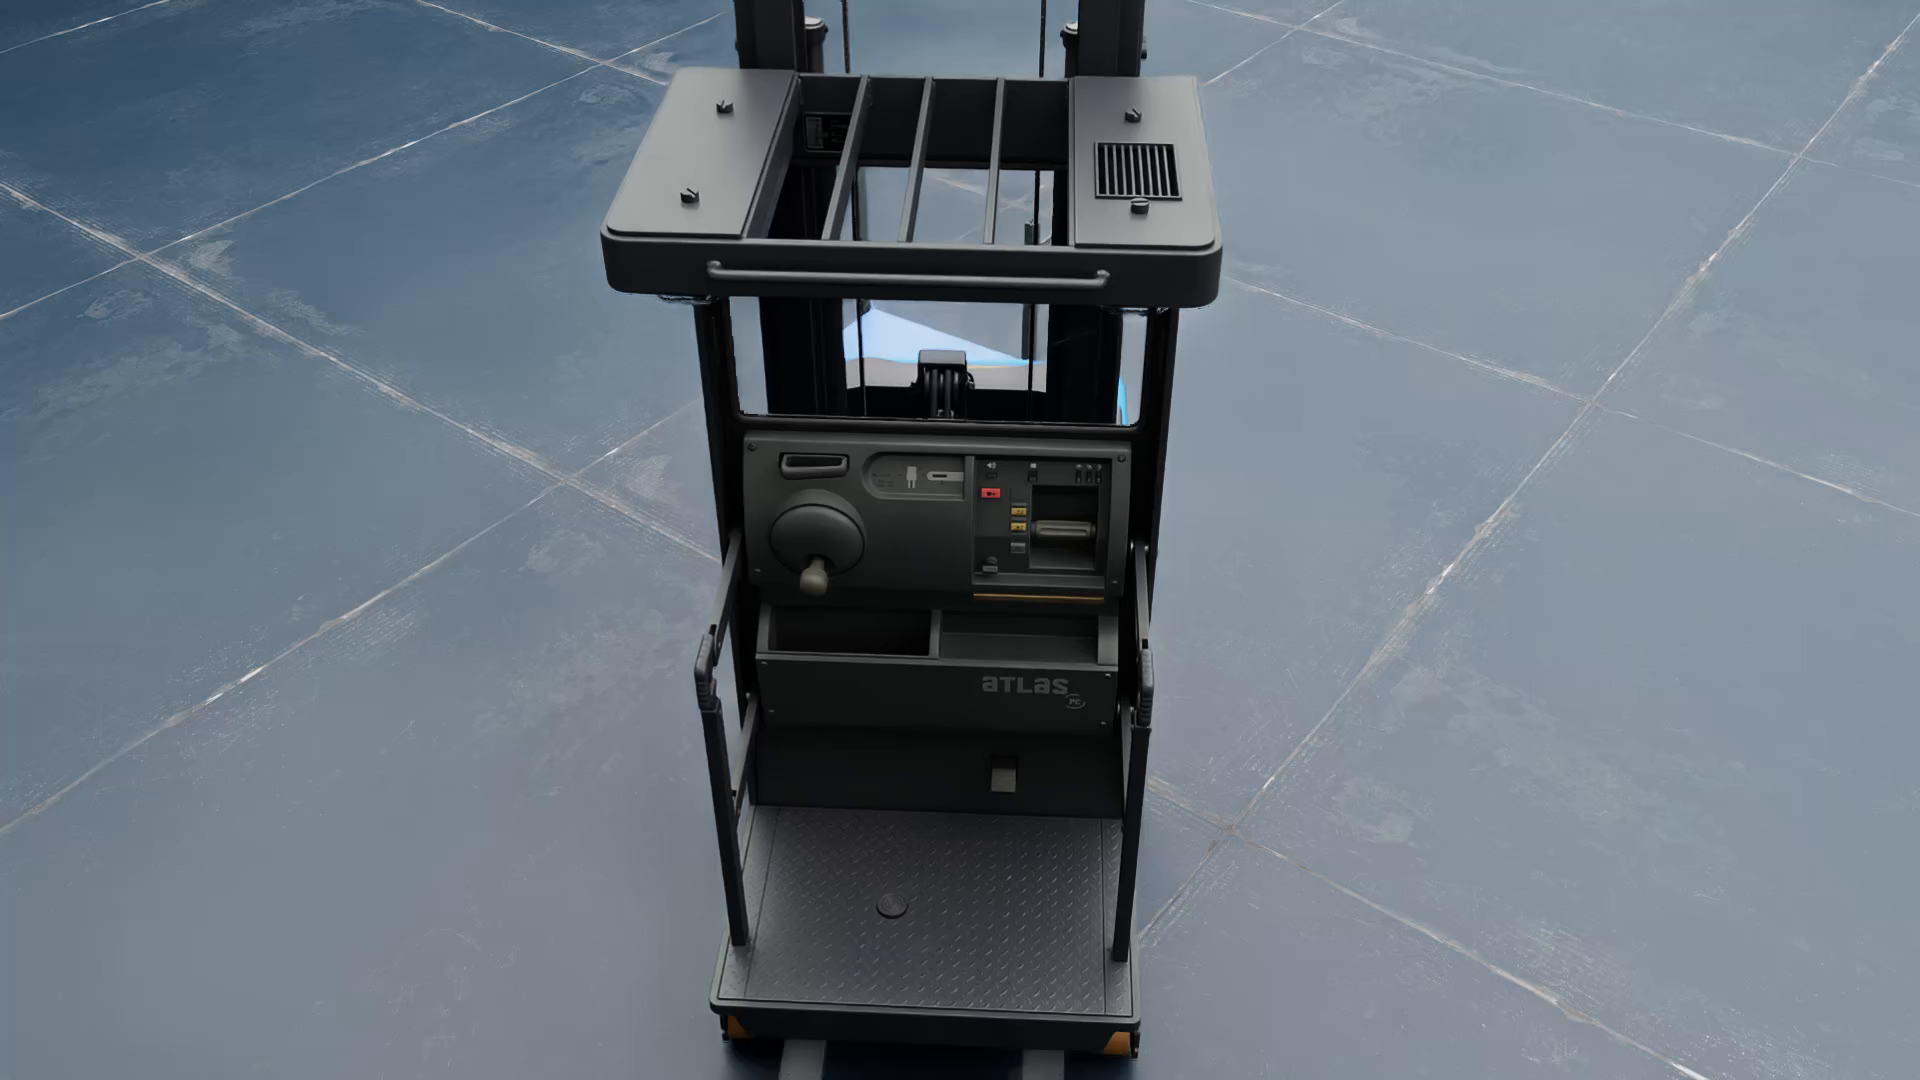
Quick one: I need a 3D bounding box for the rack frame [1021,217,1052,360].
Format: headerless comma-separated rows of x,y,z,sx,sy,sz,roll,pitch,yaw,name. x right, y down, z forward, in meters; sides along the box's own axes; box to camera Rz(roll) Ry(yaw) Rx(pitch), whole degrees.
0.349,-0.499,5.670,0.032,1.500,0.500,23,43,26,rack frame

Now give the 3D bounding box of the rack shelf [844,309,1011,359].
-0.073,-0.570,5.974,0.952,0.062,0.459,23,43,26,rack shelf

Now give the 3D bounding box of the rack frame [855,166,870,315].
-0.495,-0.848,6.117,0.032,1.500,0.500,23,43,26,rack frame

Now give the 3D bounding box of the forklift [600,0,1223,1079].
-0.067,0.020,3.847,1.130,2.935,3.031,2,38,2,forklift

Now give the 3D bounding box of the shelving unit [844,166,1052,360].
-0.073,-0.673,5.893,1.048,1.500,0.500,23,43,26,shelving unit
